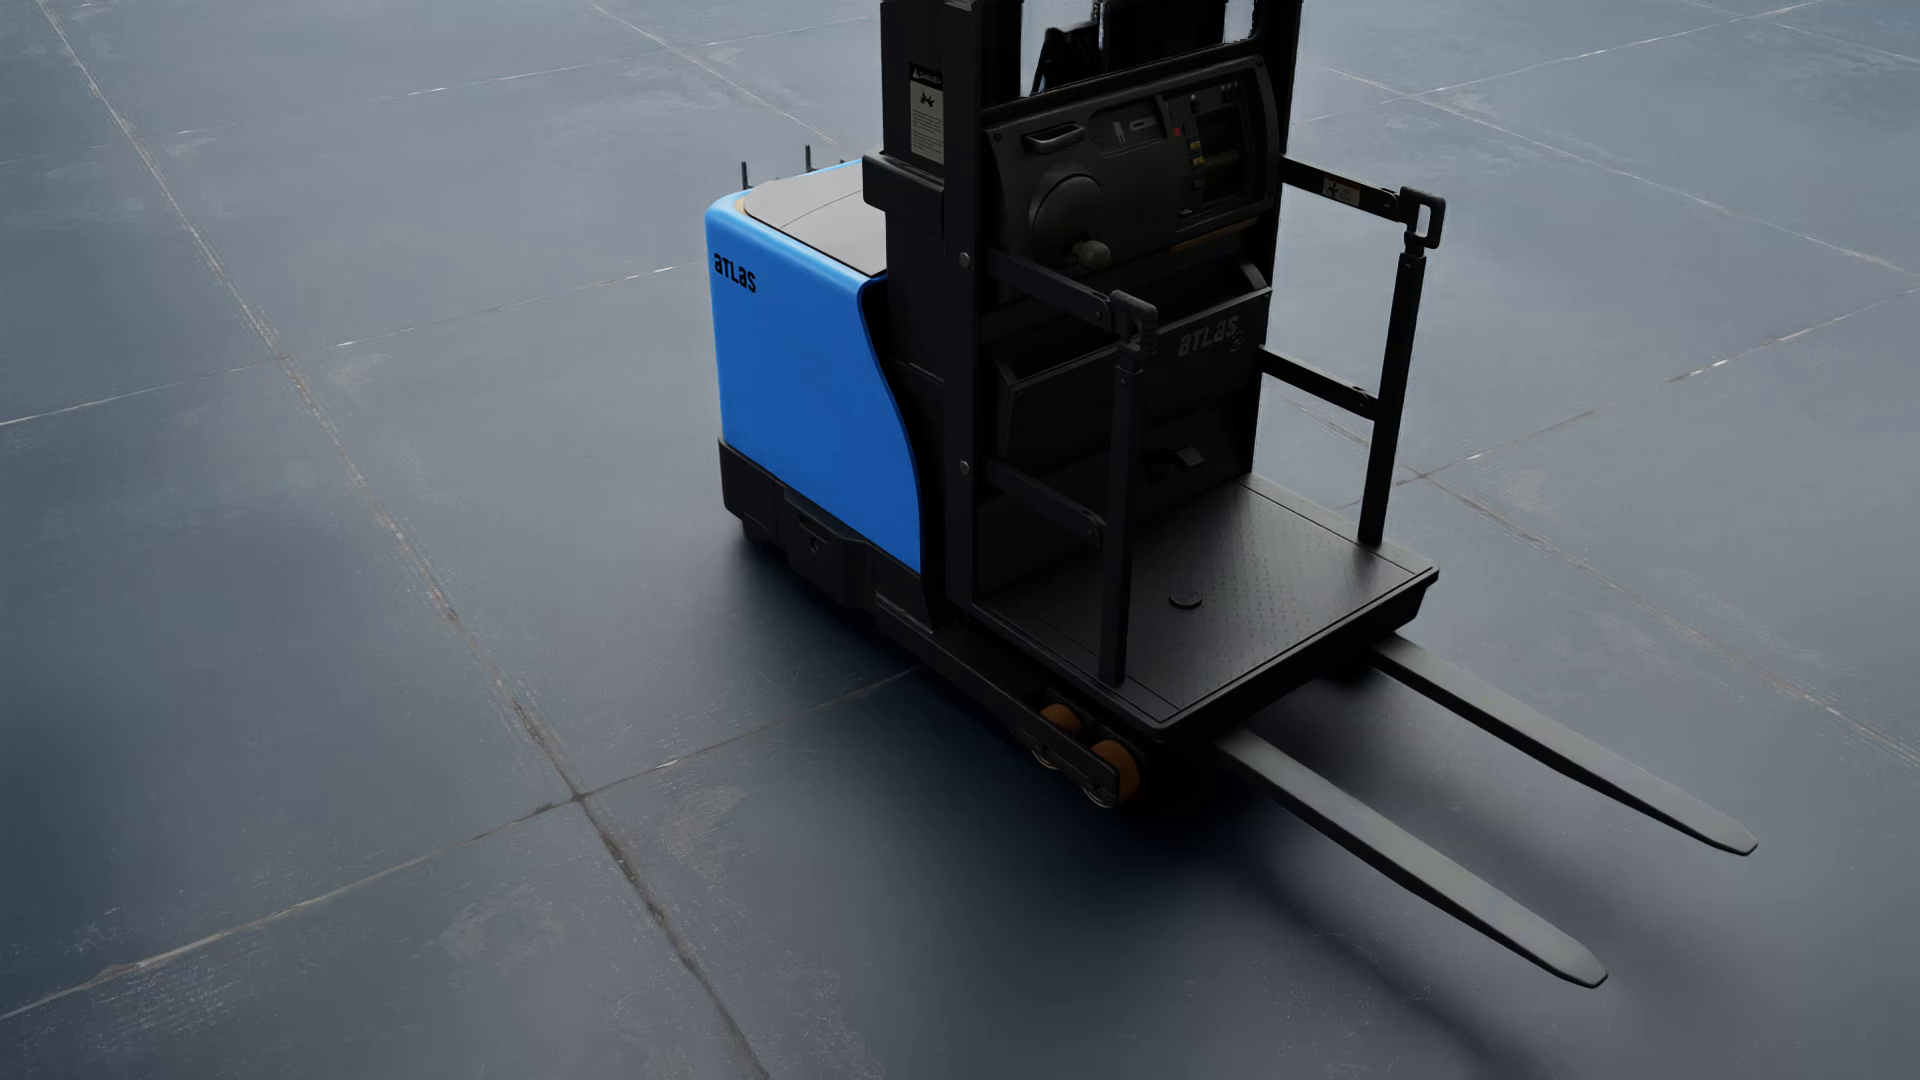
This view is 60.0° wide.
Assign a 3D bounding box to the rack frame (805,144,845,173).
[{"bbox_3d":[-0.423,-0.770,5.486,0.008,1.050,0.200,-25,40,-34],"label":"rack frame"}]

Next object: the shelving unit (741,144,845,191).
[{"bbox_3d":[-0.516,-0.727,5.419,0.252,1.050,0.215,-25,40,-34],"label":"shelving unit"}]

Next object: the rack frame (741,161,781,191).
[{"bbox_3d":[-0.608,-0.685,5.351,0.008,1.050,0.200,-25,40,-34],"label":"rack frame"}]

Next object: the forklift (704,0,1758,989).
[{"bbox_3d":[0.575,-0.872,3.886,1.130,2.935,3.031,-24,39,-33],"label":"forklift"}]
